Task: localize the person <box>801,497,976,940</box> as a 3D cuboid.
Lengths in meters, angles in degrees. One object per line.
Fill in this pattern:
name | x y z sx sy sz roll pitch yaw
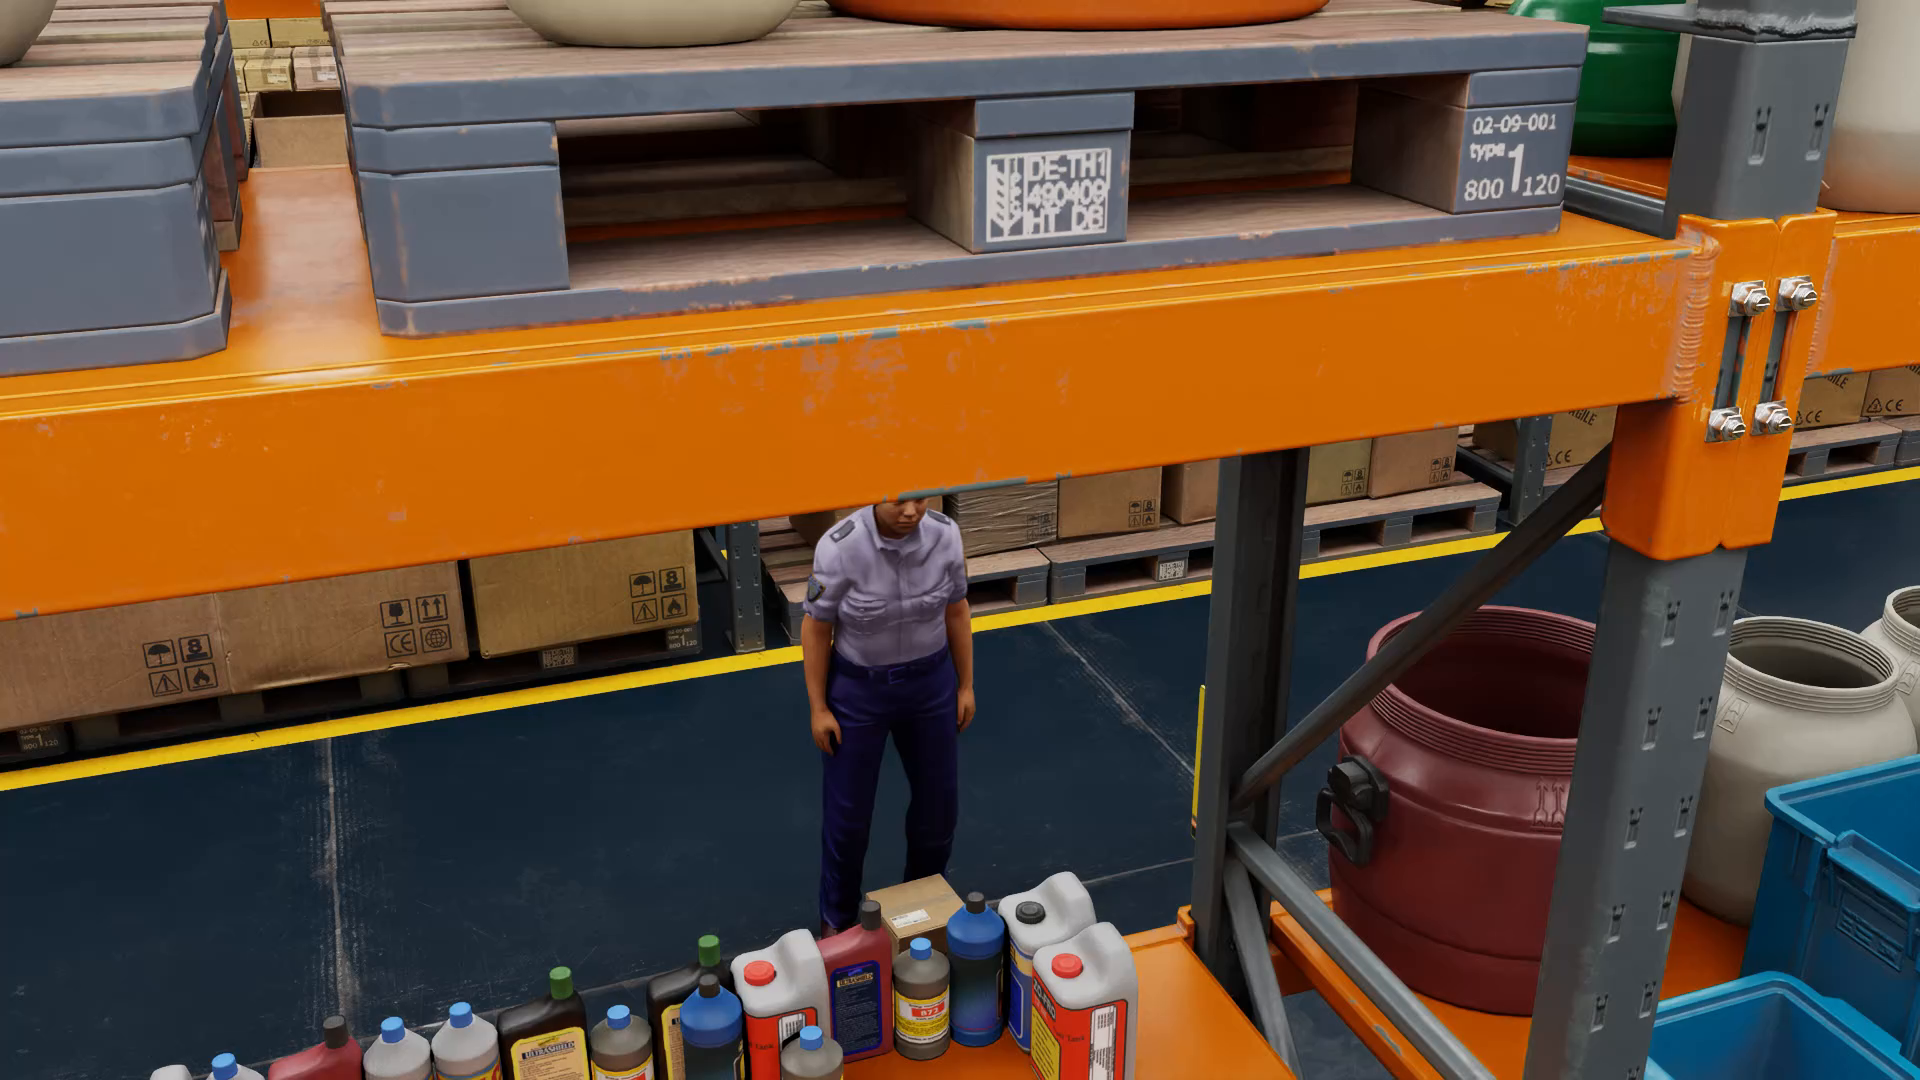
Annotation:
person | -0.213 0.476 4.963 0.540 1.652 0.369 -8 24 -19
